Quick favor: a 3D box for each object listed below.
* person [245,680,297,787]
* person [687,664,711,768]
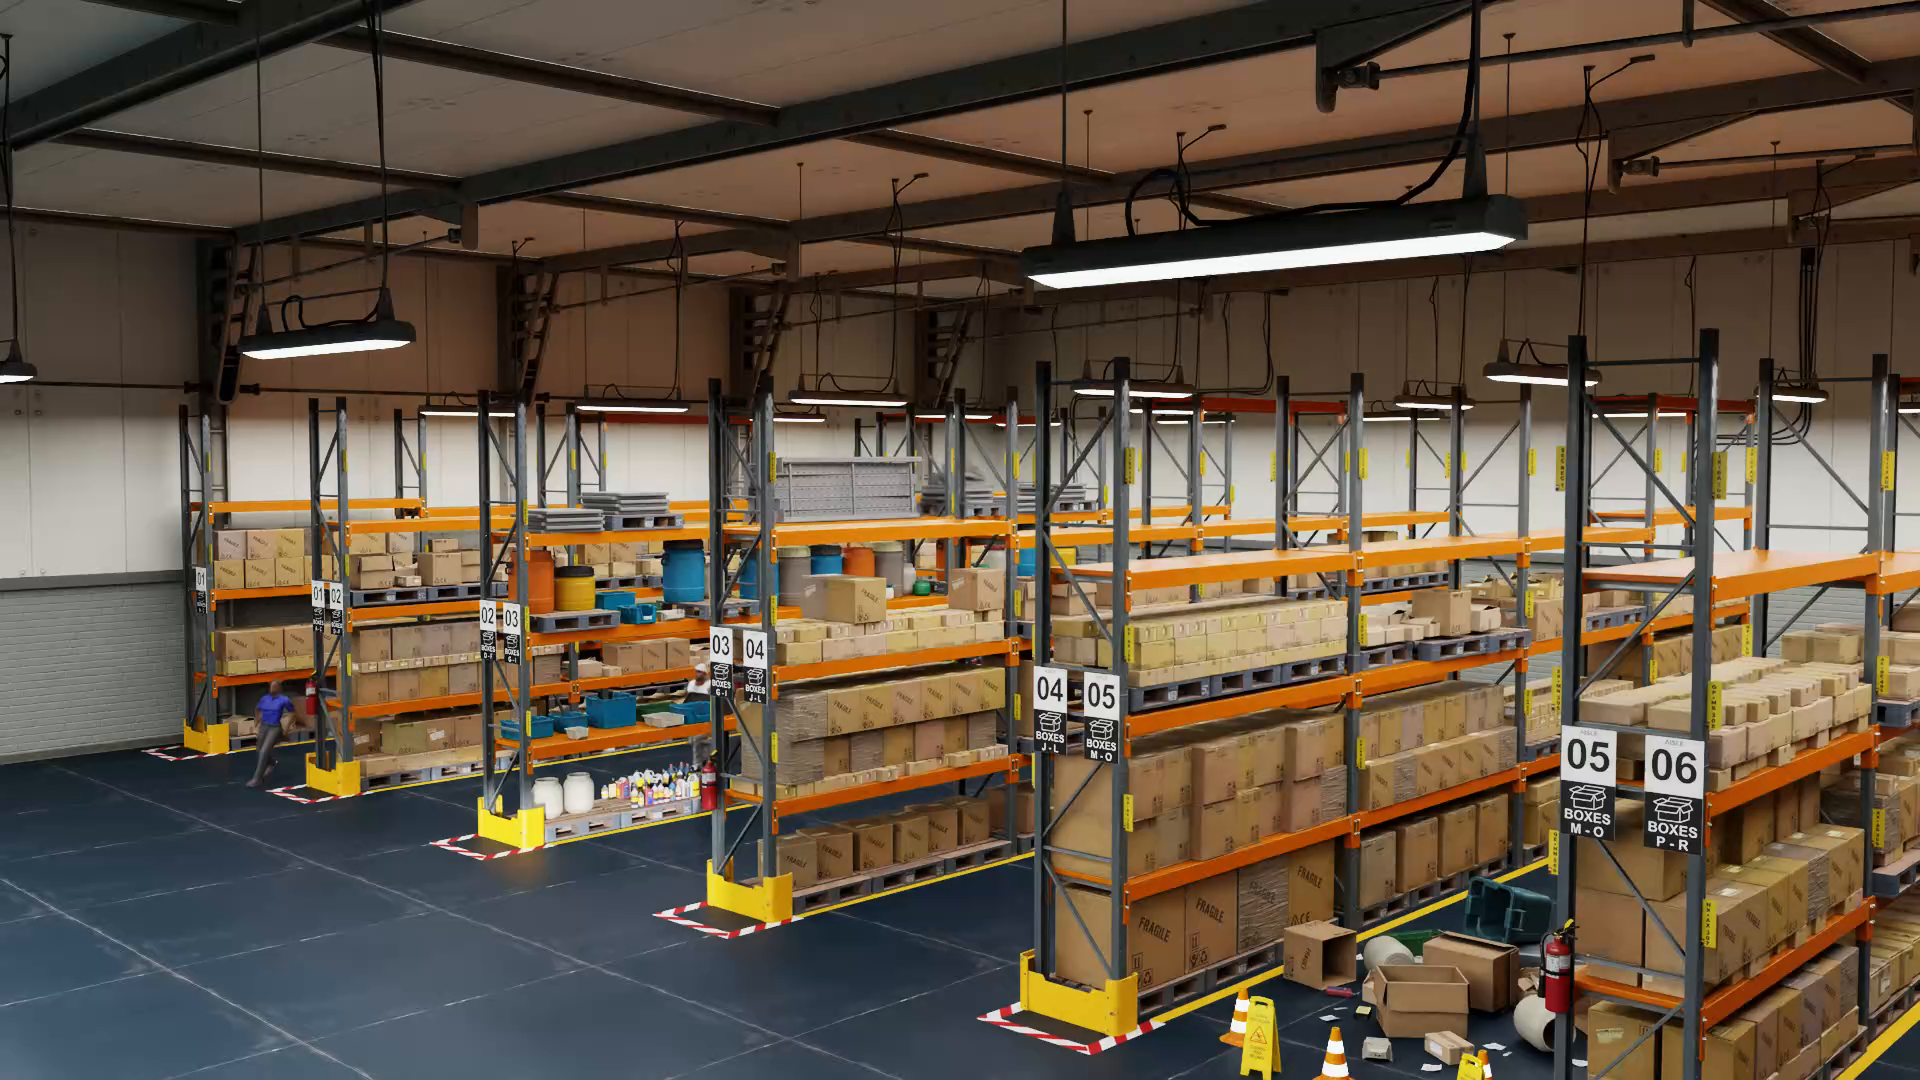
[{"bbox_3d":[-10.731,2.983,25.947,0.650,1.616,0.892,0,3,8],"label":"person"},{"bbox_3d":[-4.180,2.876,26.967,0.682,1.753,0.769,2,3,29],"label":"person"}]
